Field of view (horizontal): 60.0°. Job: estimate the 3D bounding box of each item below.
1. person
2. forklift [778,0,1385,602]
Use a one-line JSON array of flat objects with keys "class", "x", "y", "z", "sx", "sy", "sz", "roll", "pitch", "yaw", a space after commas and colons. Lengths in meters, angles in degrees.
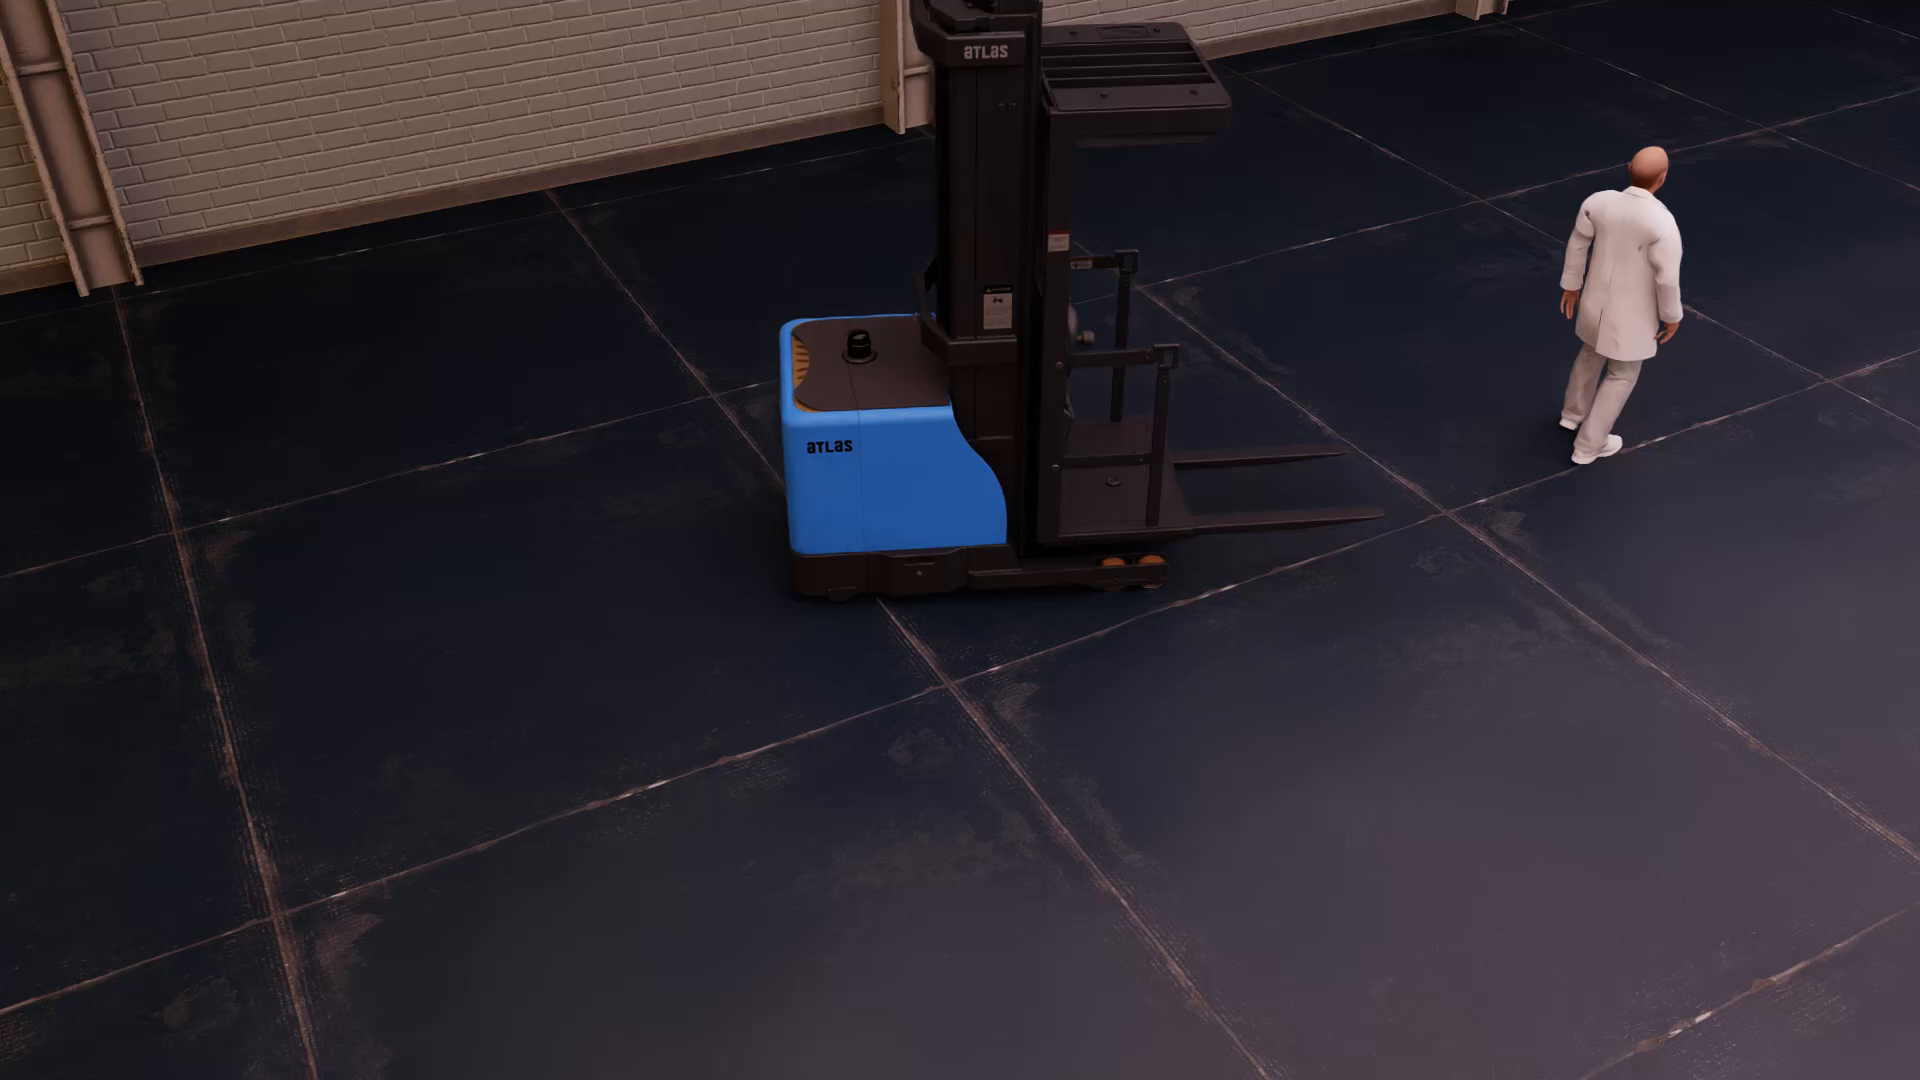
[{"class": "person", "x": 3.591, "y": -1.265, "z": 8.965, "sx": 0.571, "sy": 1.817, "sz": 0.681, "roll": -22, "pitch": 41, "yaw": -28}, {"class": "forklift", "x": 0.625, "y": -1.245, "z": 7.885, "sx": 3.031, "sy": 2.935, "sz": 1.130, "roll": -3, "pitch": 35, "yaw": -5}]
